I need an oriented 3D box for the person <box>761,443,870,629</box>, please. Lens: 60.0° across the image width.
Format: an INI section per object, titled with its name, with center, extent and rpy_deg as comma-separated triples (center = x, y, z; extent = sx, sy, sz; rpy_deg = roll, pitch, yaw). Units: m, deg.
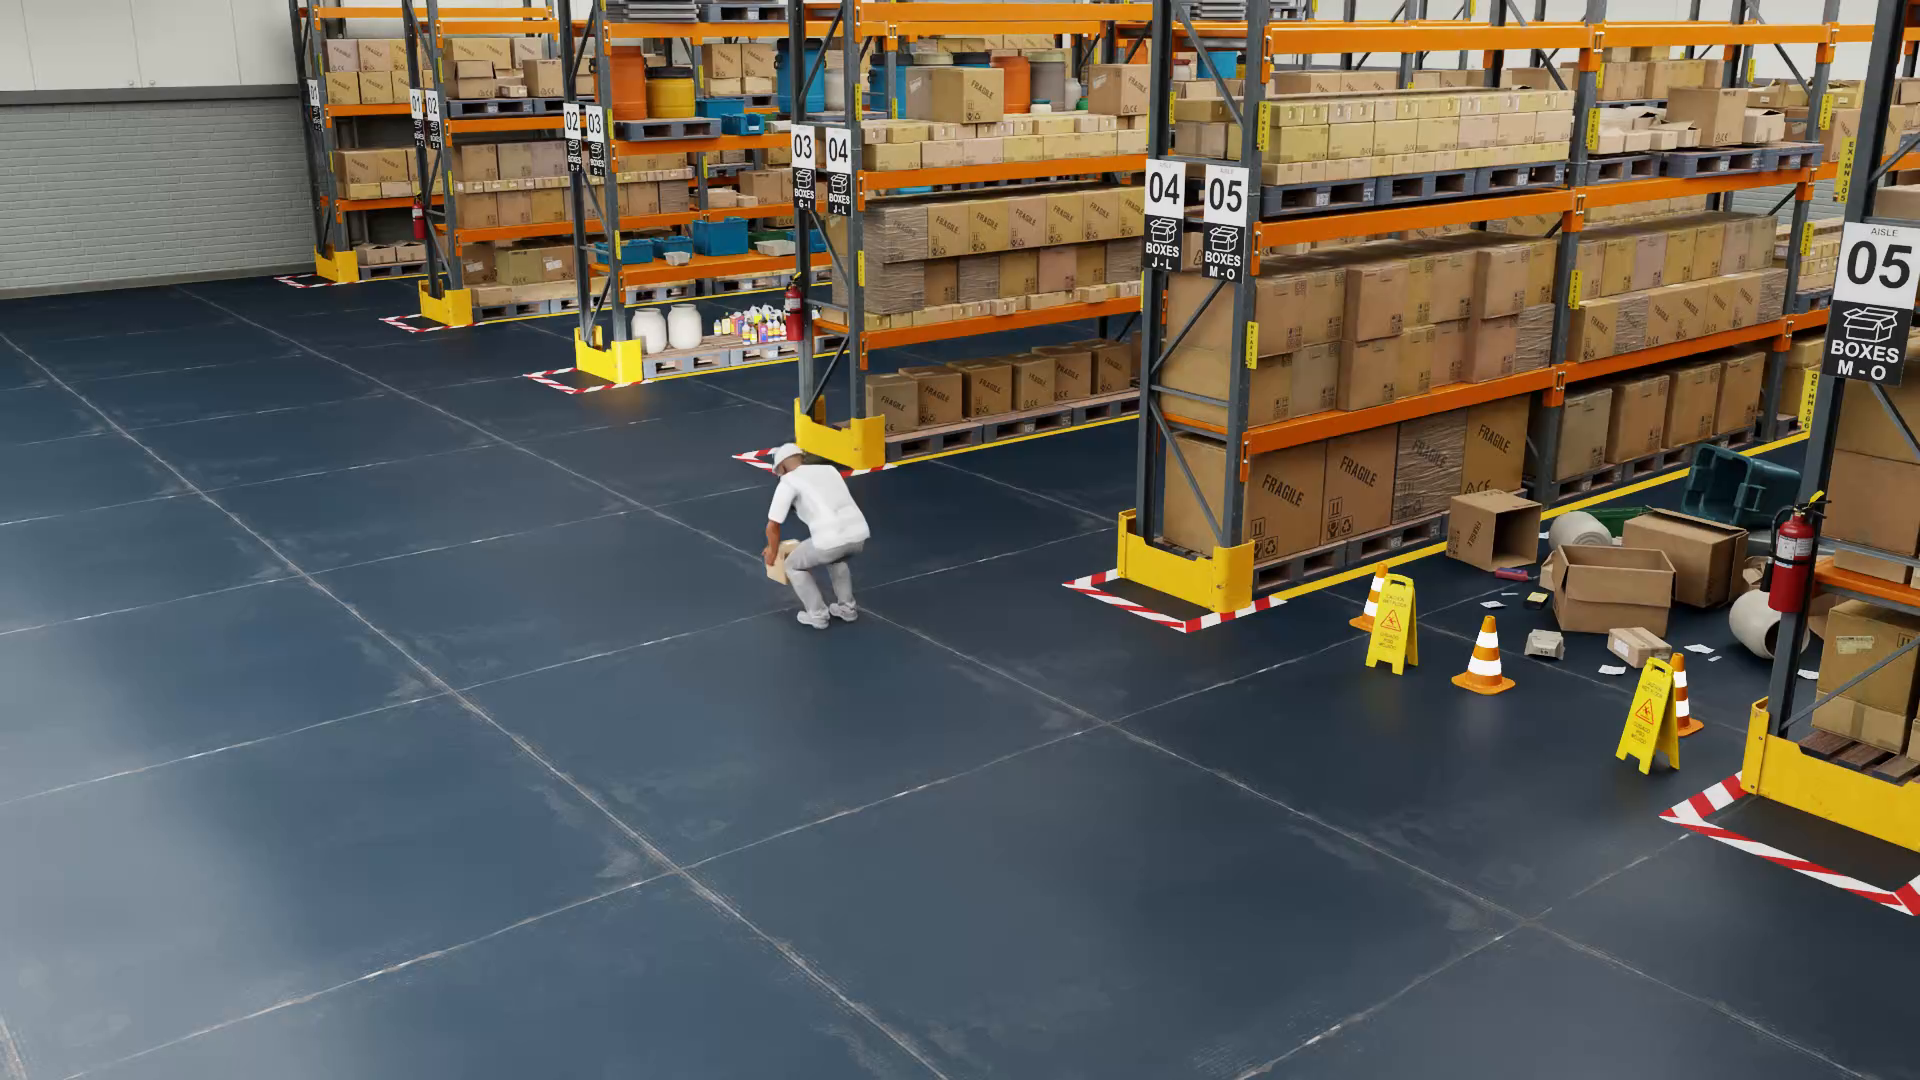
[person]
center = -1.040, -0.027, 11.936
extent = 0.626, 1.260, 0.823
rpy_deg = -13, 22, -36
